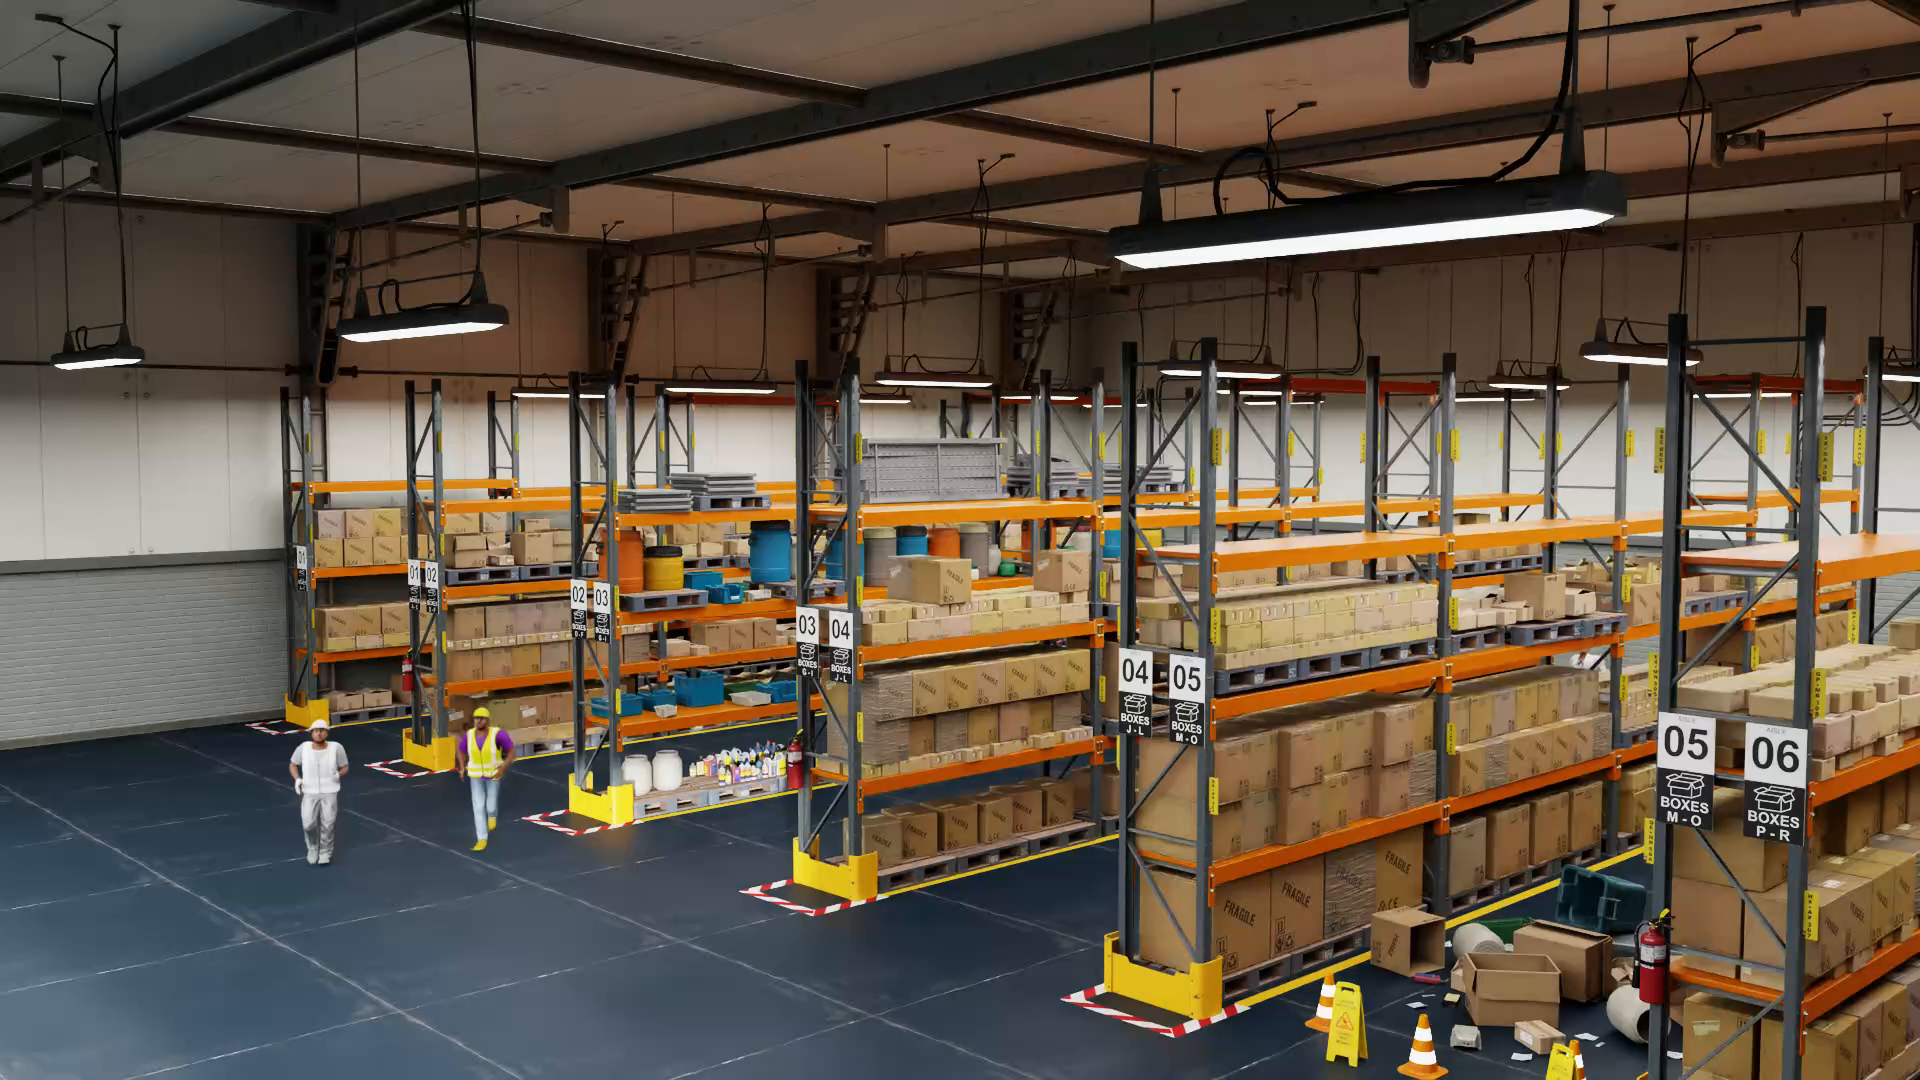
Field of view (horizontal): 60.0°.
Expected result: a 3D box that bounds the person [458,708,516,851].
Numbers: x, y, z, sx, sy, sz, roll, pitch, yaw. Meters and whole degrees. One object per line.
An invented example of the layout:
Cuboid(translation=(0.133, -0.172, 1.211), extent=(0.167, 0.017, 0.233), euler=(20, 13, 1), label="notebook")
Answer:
Cuboid(translation=(-5.943, 2.959, 20.879), extent=(0.715, 1.757, 0.729), euler=(0, 4, -5), label="person")

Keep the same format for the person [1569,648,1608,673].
Cuboid(translation=(10.386, 2.535, 27.584), extent=(0.725, 1.770, 0.886), euler=(4, 5, 44), label="person")

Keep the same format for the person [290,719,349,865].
Cuboid(translation=(-7.619, 3.015, 19.779), extent=(0.667, 1.742, 0.607), euler=(-1, 4, -19), label="person")
